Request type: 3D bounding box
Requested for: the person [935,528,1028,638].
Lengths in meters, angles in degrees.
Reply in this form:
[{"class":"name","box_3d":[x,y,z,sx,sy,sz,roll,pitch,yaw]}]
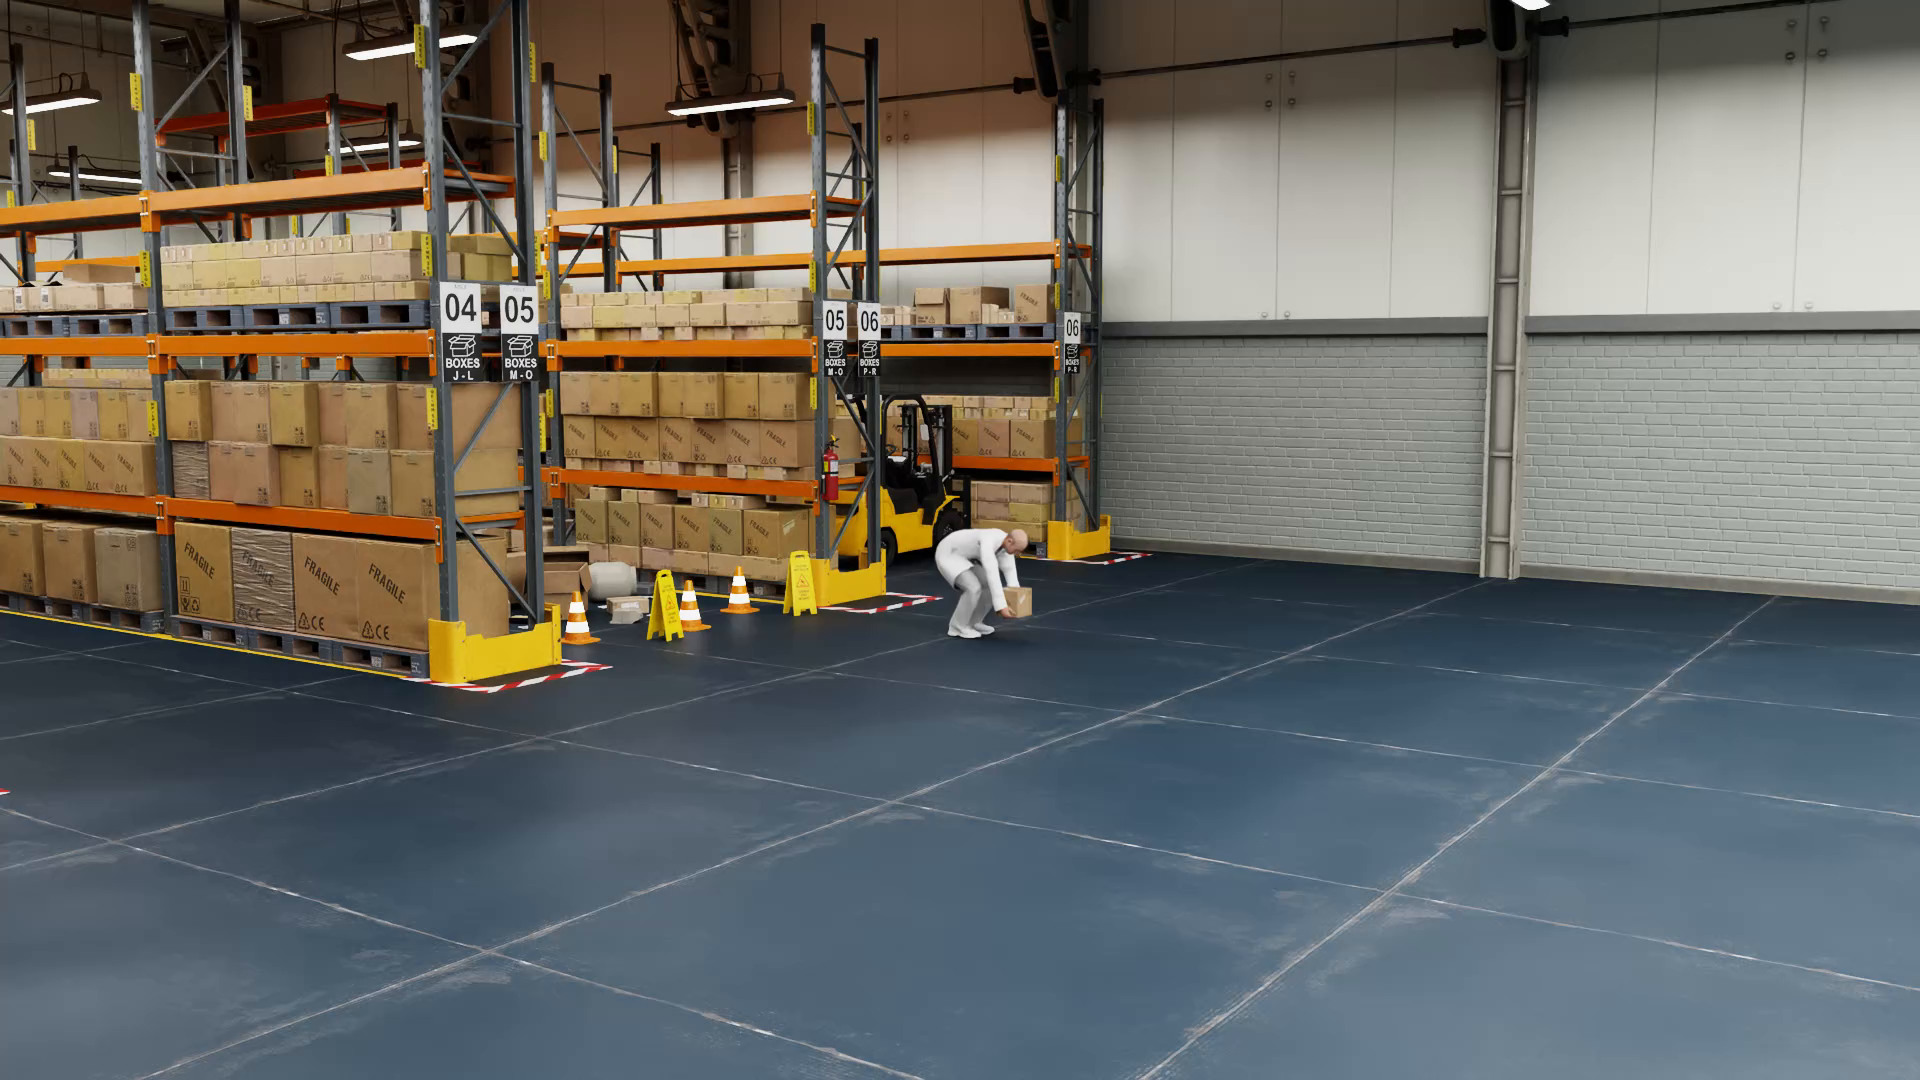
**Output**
[{"class":"person","box_3d":[0.208,0.398,15.565,0.942,1.028,0.590,4,7,31]}]
